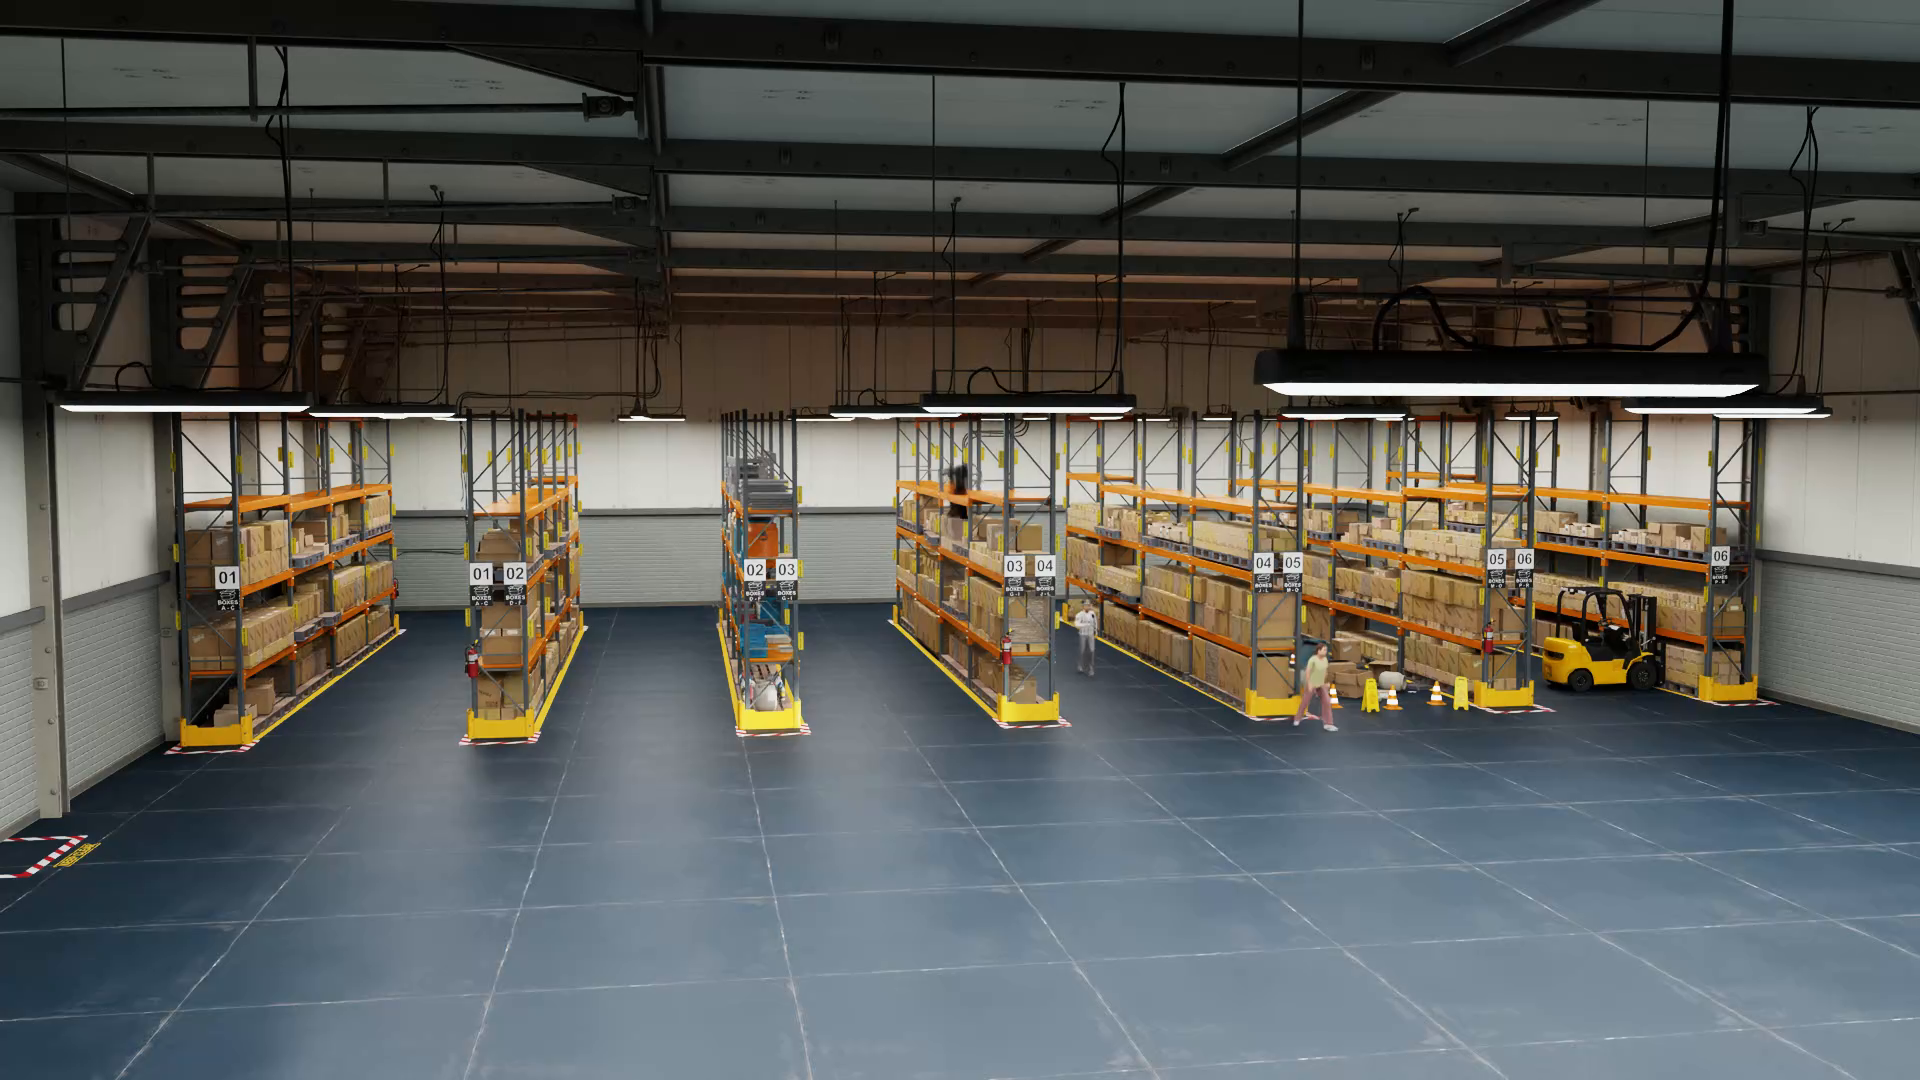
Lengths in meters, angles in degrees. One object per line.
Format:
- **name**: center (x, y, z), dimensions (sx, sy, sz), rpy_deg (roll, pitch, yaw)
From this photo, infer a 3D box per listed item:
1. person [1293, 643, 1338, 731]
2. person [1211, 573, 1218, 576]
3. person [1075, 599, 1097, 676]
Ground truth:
- **person**: center (6.682, 2.732, 31.222), dimensions (0.617, 1.625, 0.881), rpy_deg (-2, 4, -28)
- **person**: center (6.862, 1.757, 44.427), dimensions (0.651, 1.748, 0.975), rpy_deg (-2, 5, -28)
- **person**: center (2.886, 2.214, 38.082), dimensions (0.599, 1.742, 0.842), rpy_deg (-1, 4, -12)
